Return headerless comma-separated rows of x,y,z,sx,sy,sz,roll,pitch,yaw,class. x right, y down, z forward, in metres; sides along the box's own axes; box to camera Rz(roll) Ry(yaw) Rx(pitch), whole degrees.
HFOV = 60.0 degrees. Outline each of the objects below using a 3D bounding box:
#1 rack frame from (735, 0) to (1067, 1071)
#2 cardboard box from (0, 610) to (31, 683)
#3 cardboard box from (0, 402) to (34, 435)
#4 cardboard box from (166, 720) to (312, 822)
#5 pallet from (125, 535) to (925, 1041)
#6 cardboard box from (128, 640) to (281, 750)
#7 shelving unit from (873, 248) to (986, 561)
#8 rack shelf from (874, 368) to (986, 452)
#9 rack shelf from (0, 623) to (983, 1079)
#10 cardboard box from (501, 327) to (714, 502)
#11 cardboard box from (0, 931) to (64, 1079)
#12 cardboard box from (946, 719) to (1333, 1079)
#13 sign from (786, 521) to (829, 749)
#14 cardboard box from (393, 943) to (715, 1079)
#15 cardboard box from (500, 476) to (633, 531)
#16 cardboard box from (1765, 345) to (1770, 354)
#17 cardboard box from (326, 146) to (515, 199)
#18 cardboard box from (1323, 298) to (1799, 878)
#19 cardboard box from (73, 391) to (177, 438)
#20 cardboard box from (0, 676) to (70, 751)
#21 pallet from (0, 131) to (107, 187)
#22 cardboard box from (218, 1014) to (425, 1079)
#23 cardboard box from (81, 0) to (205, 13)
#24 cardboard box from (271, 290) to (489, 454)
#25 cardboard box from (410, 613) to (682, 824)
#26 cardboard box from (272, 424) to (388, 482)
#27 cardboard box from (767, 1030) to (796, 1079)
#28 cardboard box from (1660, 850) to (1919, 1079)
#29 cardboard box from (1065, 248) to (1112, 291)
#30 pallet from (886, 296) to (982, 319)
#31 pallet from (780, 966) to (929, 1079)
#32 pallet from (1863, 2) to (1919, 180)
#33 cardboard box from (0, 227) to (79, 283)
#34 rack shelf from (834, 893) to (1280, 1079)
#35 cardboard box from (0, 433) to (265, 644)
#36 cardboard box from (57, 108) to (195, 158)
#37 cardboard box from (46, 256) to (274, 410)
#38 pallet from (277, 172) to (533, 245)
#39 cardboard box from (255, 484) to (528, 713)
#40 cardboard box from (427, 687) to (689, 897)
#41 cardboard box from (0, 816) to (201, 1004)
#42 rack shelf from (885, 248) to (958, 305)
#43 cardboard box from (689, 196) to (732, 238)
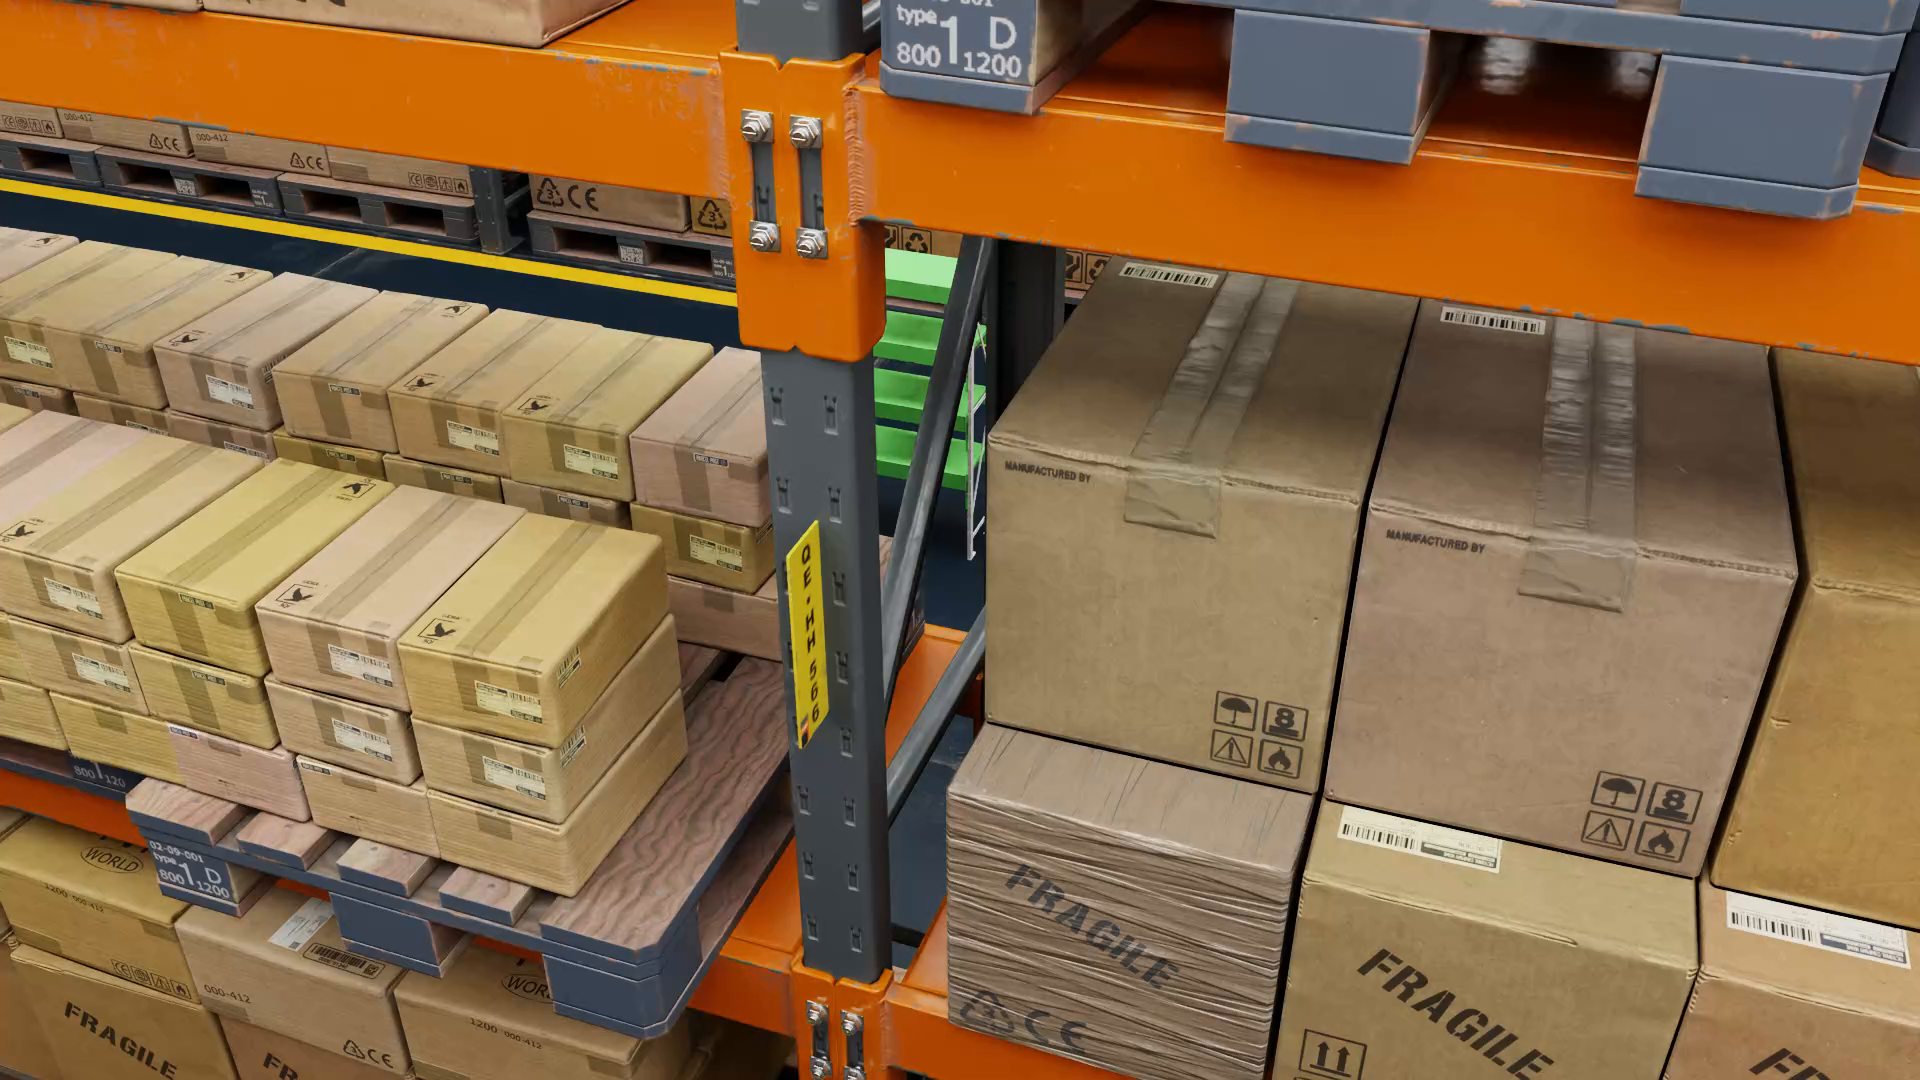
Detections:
-0.032,0.307,3.009,0.127,3.000,1.000,11,34,16,rack frame
-1.620,0.066,2.953,0.250,0.149,0.380,11,34,16,cardboard box
-1.865,-0.107,2.946,0.250,0.149,0.380,13,35,19,cardboard box
-1.127,0.288,2.884,0.250,0.149,0.380,12,35,17,cardboard box
-0.739,0.312,3.179,1.003,0.211,1.213,11,34,16,pallet
-1.152,0.159,2.809,0.250,0.149,0.380,12,35,18,cardboard box
-0.156,-0.534,5.971,0.503,1.200,0.258,11,34,16,shelving unit
-0.156,-0.481,6.006,0.480,0.148,0.258,11,34,16,rack shelf
-1.915,0.243,3.771,4.000,0.370,1.077,11,34,16,rack shelf
-0.656,-0.245,3.160,0.250,0.149,0.380,10,34,15,cardboard box
-2.195,0.905,4.001,0.500,0.500,0.500,12,35,17,cardboard box
0.299,0.485,2.641,0.500,0.500,0.500,11,35,17,cardboard box
-0.207,0.133,2.284,0.005,0.325,0.100,11,34,16,sign
-0.765,0.875,3.356,0.500,0.250,0.500,10,34,15,cardboard box
-0.676,-0.128,3.253,0.250,0.149,0.380,13,35,19,cardboard box
3.480,-0.930,6.961,0.625,0.372,0.950,12,35,18,cardboard box
-2.778,-2.241,8.930,0.875,0.438,0.875,11,34,16,cardboard box
0.863,0.024,2.433,0.500,0.500,0.700,11,34,16,cardboard box
-1.632,-0.315,3.542,0.250,0.149,0.380,11,34,16,cardboard box
-1.615,0.192,3.032,0.250,0.149,0.380,10,34,14,cardboard box
-5.209,-2.425,9.811,1.213,0.211,1.003,11,34,16,pallet
-1.228,1.097,3.703,0.500,0.500,0.500,12,35,18,cardboard box
-1.131,-1.055,2.260,0.500,0.500,0.500,11,34,16,cardboard box
-1.135,-0.341,3.308,0.250,0.149,0.380,10,34,14,cardboard box
-0.651,0.253,2.662,0.250,0.149,0.380,12,35,17,cardboard box
-1.166,-0.221,3.398,0.250,0.149,0.380,11,34,17,cardboard box
-0.612,0.921,3.975,0.500,0.500,0.500,10,34,14,cardboard box
1.253,0.669,2.356,0.500,0.500,0.500,11,34,16,cardboard box
0.920,-1.691,7.676,0.875,0.875,0.875,11,34,16,cardboard box
-0.319,-1.474,8.339,1.213,0.211,1.003,11,34,16,pallet
-0.768,1.335,3.988,1.213,0.211,1.003,11,34,16,pallet
1.645,-0.580,1.791,1.213,0.211,1.003,13,35,19,pallet
-2.127,-0.533,3.606,0.250,0.149,0.380,9,34,14,cardboard box
1.850,0.975,2.637,4.000,0.370,1.077,11,34,16,rack shelf
-1.383,-0.011,2.798,0.250,0.149,0.380,12,35,18,cardboard box
-4.469,-2.570,9.440,0.875,0.438,0.875,12,35,18,cardboard box
-1.640,-0.437,3.457,0.250,0.149,0.380,12,35,18,cardboard box
-2.912,-1.978,9.120,1.213,0.211,1.003,11,34,16,pallet
-0.884,0.084,2.651,0.250,0.149,0.380,11,34,16,cardboard box
-0.652,0.381,2.739,0.250,0.149,0.380,12,35,17,cardboard box
-1.717,0.687,3.647,0.500,0.250,0.500,12,35,18,cardboard box
-0.156,-0.884,5.746,0.480,0.148,0.258,11,34,16,rack shelf
-0.759,-2.021,8.186,0.875,0.875,0.875,12,35,18,cardboard box
